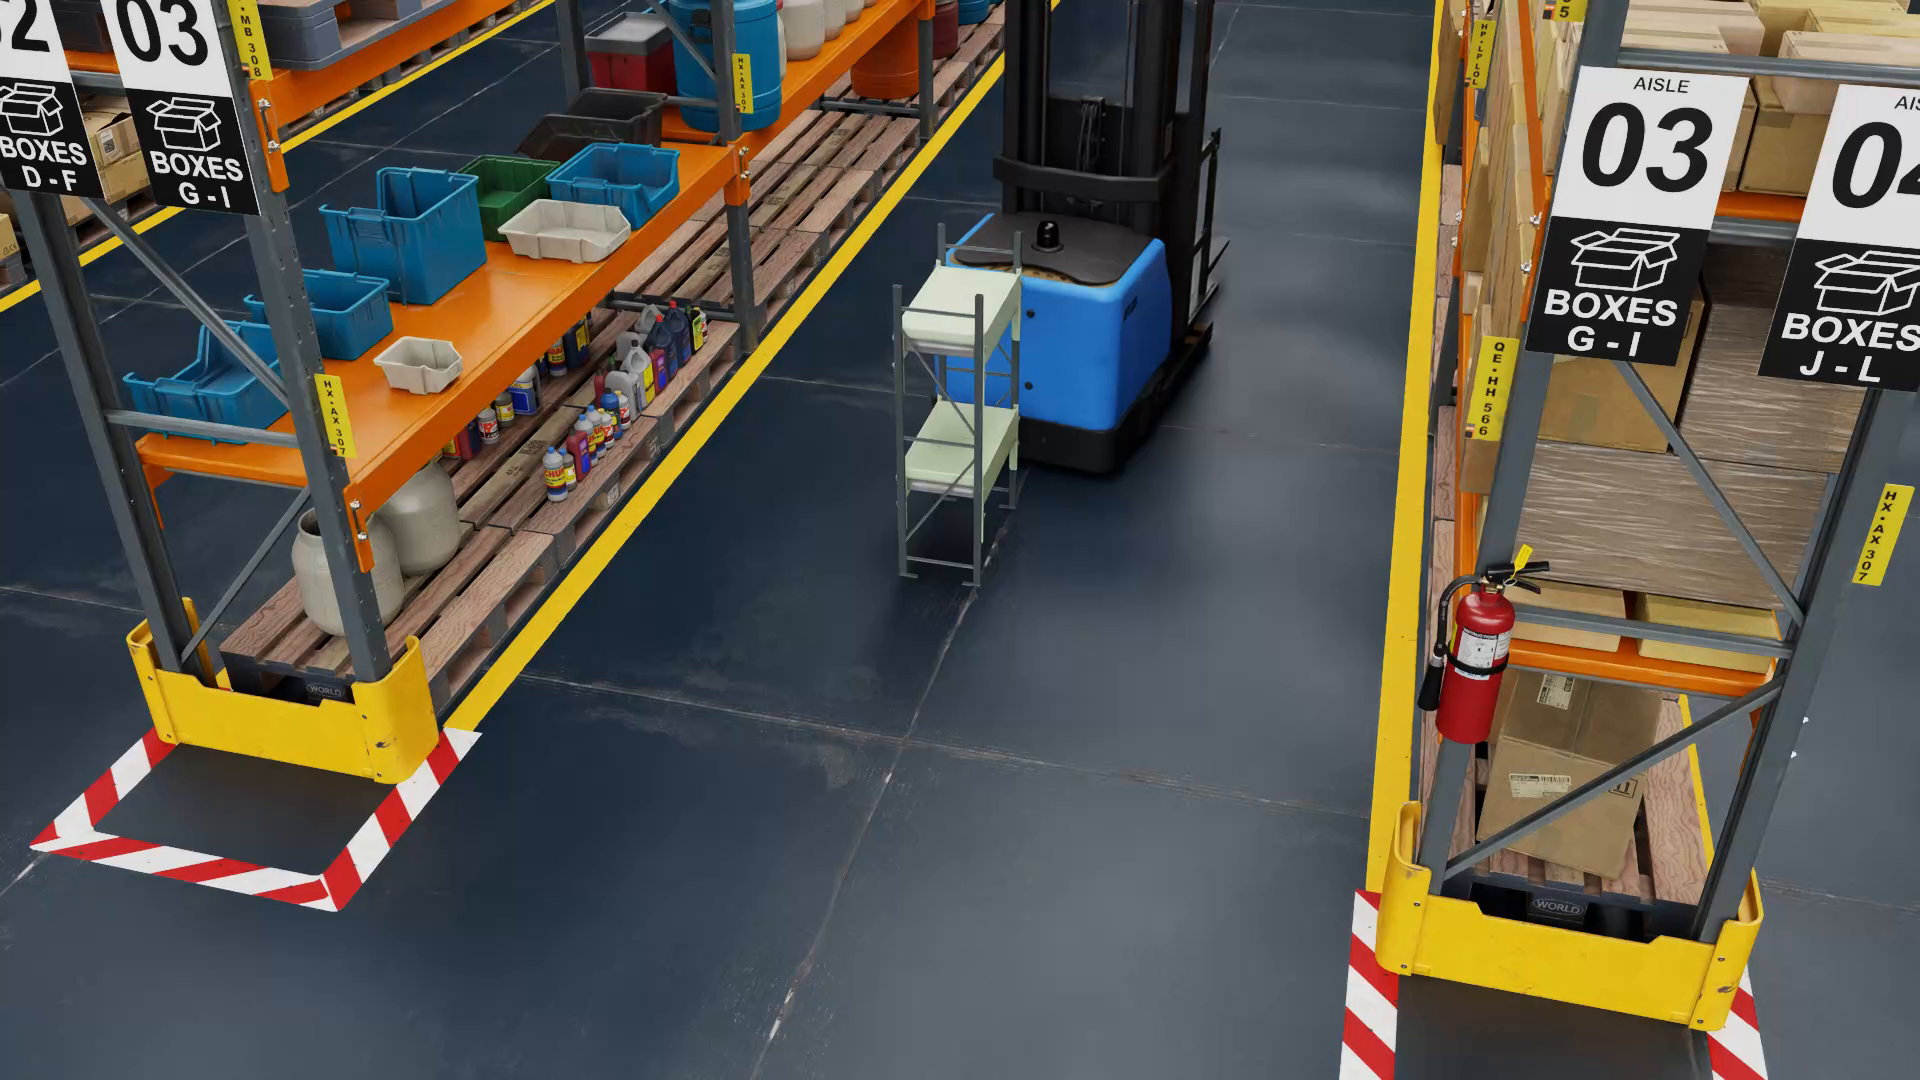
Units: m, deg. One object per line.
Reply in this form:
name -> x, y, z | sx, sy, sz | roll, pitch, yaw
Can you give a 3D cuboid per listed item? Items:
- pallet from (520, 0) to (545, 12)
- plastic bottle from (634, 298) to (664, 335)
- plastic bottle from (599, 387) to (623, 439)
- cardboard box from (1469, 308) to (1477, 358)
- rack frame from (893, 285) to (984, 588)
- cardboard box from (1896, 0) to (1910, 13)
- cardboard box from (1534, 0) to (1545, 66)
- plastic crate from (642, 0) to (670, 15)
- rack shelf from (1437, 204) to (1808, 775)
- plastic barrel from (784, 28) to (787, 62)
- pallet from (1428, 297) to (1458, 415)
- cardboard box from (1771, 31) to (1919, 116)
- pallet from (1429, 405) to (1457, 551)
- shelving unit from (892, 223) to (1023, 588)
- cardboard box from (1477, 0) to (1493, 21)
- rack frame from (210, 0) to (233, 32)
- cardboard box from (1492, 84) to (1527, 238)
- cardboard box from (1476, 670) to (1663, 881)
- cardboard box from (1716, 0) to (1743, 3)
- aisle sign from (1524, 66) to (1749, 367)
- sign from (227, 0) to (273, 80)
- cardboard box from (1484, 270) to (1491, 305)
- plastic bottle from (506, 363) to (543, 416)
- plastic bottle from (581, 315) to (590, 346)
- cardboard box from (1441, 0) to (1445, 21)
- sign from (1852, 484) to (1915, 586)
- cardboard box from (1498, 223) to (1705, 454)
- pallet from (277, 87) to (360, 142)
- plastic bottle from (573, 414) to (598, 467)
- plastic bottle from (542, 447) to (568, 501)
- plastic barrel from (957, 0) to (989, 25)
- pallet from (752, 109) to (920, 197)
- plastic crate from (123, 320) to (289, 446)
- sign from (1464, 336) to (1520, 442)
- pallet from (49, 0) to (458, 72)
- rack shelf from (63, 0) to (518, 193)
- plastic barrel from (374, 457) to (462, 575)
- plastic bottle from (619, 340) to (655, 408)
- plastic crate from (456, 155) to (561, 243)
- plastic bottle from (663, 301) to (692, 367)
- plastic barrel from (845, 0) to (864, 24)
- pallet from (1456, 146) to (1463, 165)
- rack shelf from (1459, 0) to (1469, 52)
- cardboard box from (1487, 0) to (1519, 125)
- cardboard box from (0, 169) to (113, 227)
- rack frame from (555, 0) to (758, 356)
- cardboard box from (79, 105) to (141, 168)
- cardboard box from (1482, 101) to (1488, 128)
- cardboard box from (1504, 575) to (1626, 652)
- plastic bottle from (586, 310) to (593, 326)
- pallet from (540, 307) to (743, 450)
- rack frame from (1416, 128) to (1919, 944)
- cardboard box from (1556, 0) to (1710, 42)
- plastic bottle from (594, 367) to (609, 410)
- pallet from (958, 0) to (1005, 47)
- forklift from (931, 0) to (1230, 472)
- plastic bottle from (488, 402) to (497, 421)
pallet -> -4.653, -5.696, 17.014 | 1.003, 0.211, 1.213 | 8, 33, 12
plastic bottle -> -1.747, -1.187, 9.380 | 0.144, 0.351, 0.185 | 8, 33, 12
plastic bottle -> -1.813, -0.665, 8.633 | 0.097, 0.271, 0.097 | 0, 32, 0
cardboard box -> 2.354, -0.842, 7.012 | 0.380, 0.149, 0.250 | 8, 33, 12
rack frame -> -0.095, -0.440, 7.543 | 0.400, 1.500, 0.023 | 8, 33, 12
cardboard box -> 2.588, -1.606, 4.952 | 0.380, 0.149, 0.250 | 9, 34, 14
cardboard box -> 2.191, -1.734, 5.526 | 0.500, 0.250, 0.500 | 9, 33, 13
plastic crate -> -1.744, -3.081, 10.315 | 0.392, 0.384, 0.575 | 8, 33, 12
rack shelf -> 2.560, -0.457, 6.843 | 1.077, 0.370, 4.000 | 8, 33, 12
plastic barrel -> -1.239, -3.080, 10.428 | 0.301, 0.262, 0.301 | 0, 32, 0
pallet -> 3.264, -1.026, 9.667 | 1.003, 0.211, 1.213 | 8, 33, 12
cardboard box -> 2.346, -1.205, 4.322 | 0.380, 0.149, 0.250 | 8, 33, 12
pallet -> 2.931, -0.268, 8.475 | 1.003, 0.211, 1.213 | 8, 33, 12
shelving unit -> -0.002, -0.629, 7.842 | 0.431, 1.500, 0.755 | 8, 33, 12
cardboard box -> 3.435, -3.150, 10.157 | 0.500, 0.250, 0.500 | 7, 33, 11
rack frame -> -2.738, -2.929, 4.469 | 1.000, 3.000, 0.127 | 8, 33, 12
cardboard box -> 2.338, -1.409, 6.368 | 0.500, 0.500, 0.500 | 8, 33, 12
cardboard box -> 2.227, 0.833, 6.082 | 0.500, 0.500, 0.500 | 14, 35, 21
cardboard box -> 2.679, -1.665, 5.417 | 0.500, 0.250, 0.500 | 8, 33, 12
aisle sign -> 1.746, -0.828, 4.334 | 0.394, 0.787, 0.004 | 8, 33, 12
sign -> -2.207, -1.589, 5.150 | 0.100, 0.325, 0.005 | 8, 33, 12
cardboard box -> 2.398, -0.701, 6.187 | 0.875, 0.500, 0.500 | 8, 33, 12
plastic bottle -> -2.336, -0.821, 8.874 | 0.152, 0.276, 0.135 | 8, 33, 12
plastic bottle -> -2.181, -1.221, 9.496 | 0.061, 0.283, 0.133 | 8, 33, 12
cardboard box -> 4.955, -4.896, 14.744 | 1.225, 0.875, 0.875 | 8, 33, 13
sign -> 2.577, -0.014, 4.669 | 0.100, 0.325, 0.005 | 8, 33, 12
cardboard box -> 1.953, -0.631, 5.145 | 0.500, 0.500, 0.500 | 8, 33, 12
pallet -> -5.745, -3.626, 13.757 | 1.003, 0.211, 1.213 | 8, 33, 12
plastic bottle -> -1.890, -0.508, 8.385 | 0.097, 0.271, 0.097 | 0, 32, 0
plastic bottle -> -1.977, -0.330, 8.106 | 0.097, 0.271, 0.097 | 0, 32, 0
plastic barrel -> -0.027, -5.268, 15.306 | 0.600, 0.901, 0.708 | 8, 33, 12
pallet -> -0.942, -2.975, 12.733 | 1.003, 0.211, 1.213 | 8, 33, 12
plastic crate -> -2.901, -0.635, 6.591 | 0.499, 0.251, 0.616 | 8, 33, 12
sign -> 1.521, -0.431, 4.758 | 0.100, 0.325, 0.005 | 8, 33, 12
pallet -> -2.434, -1.999, 5.979 | 1.003, 0.211, 1.213 | 8, 33, 12
rack shelf -> -2.231, -2.397, 7.099 | 1.077, 0.370, 4.000 | 8, 33, 12
plastic barrel -> -2.518, -0.136, 7.596 | 0.421, 0.512, 0.421 | 0, 32, 0
plastic bottle -> -1.739, -0.900, 8.929 | 0.144, 0.351, 0.185 | 8, 33, 12
plastic crate -> -2.341, -1.717, 8.353 | 0.450, 0.188, 0.662 | 8, 33, 12
plastic bottle -> -1.608, -1.167, 9.349 | 0.144, 0.351, 0.185 | 7, 33, 11
plastic barrel -> -0.870, -3.814, 11.349 | 0.421, 0.512, 0.421 | 0, 32, 0
pallet -> 4.355, -3.096, 12.924 | 1.003, 0.211, 1.213 | 8, 33, 12
rack shelf -> 4.590, -4.608, 13.374 | 1.077, 0.370, 4.000 | 8, 33, 12
cardboard box -> 2.707, -2.189, 7.595 | 0.500, 0.500, 0.500 | 8, 33, 12
cardboard box -> -6.172, -2.341, 11.309 | 0.500, 0.250, 0.500 | 7, 33, 11
rack frame -> -1.723, -2.473, 9.344 | 1.000, 3.000, 0.127 | 8, 33, 12
cardboard box -> -6.036, -2.842, 11.574 | 0.500, 0.311, 0.500 | 8, 33, 12
cardboard box -> 2.893, -1.741, 7.822 | 0.875, 0.500, 0.500 | 8, 33, 12
cardboard box -> 1.925, 0.207, 5.362 | 0.380, 0.149, 0.250 | 8, 33, 12
plastic bottle -> -2.228, -1.401, 9.791 | 0.097, 0.271, 0.097 | 0, 32, 0
pallet -> -1.934, -0.953, 9.552 | 1.003, 0.211, 1.213 | 8, 33, 12
rack frame -> 2.052, 0.277, 5.018 | 1.000, 3.000, 0.127 | 8, 33, 12
cardboard box -> 1.964, -1.556, 4.874 | 0.380, 0.149, 0.250 | 7, 33, 10
plastic bottle -> -1.887, -0.802, 8.837 | 0.061, 0.283, 0.133 | 8, 33, 12
pallet -> 0.071, -5.053, 16.001 | 1.003, 0.211, 1.213 | 8, 33, 12
forklift -> 0.882, -2.369, 9.244 | 1.130, 2.935, 3.031 | 13, 35, 19
plastic bottle -> -2.533, -0.763, 8.713 | 0.144, 0.351, 0.185 | 9, 34, 14
